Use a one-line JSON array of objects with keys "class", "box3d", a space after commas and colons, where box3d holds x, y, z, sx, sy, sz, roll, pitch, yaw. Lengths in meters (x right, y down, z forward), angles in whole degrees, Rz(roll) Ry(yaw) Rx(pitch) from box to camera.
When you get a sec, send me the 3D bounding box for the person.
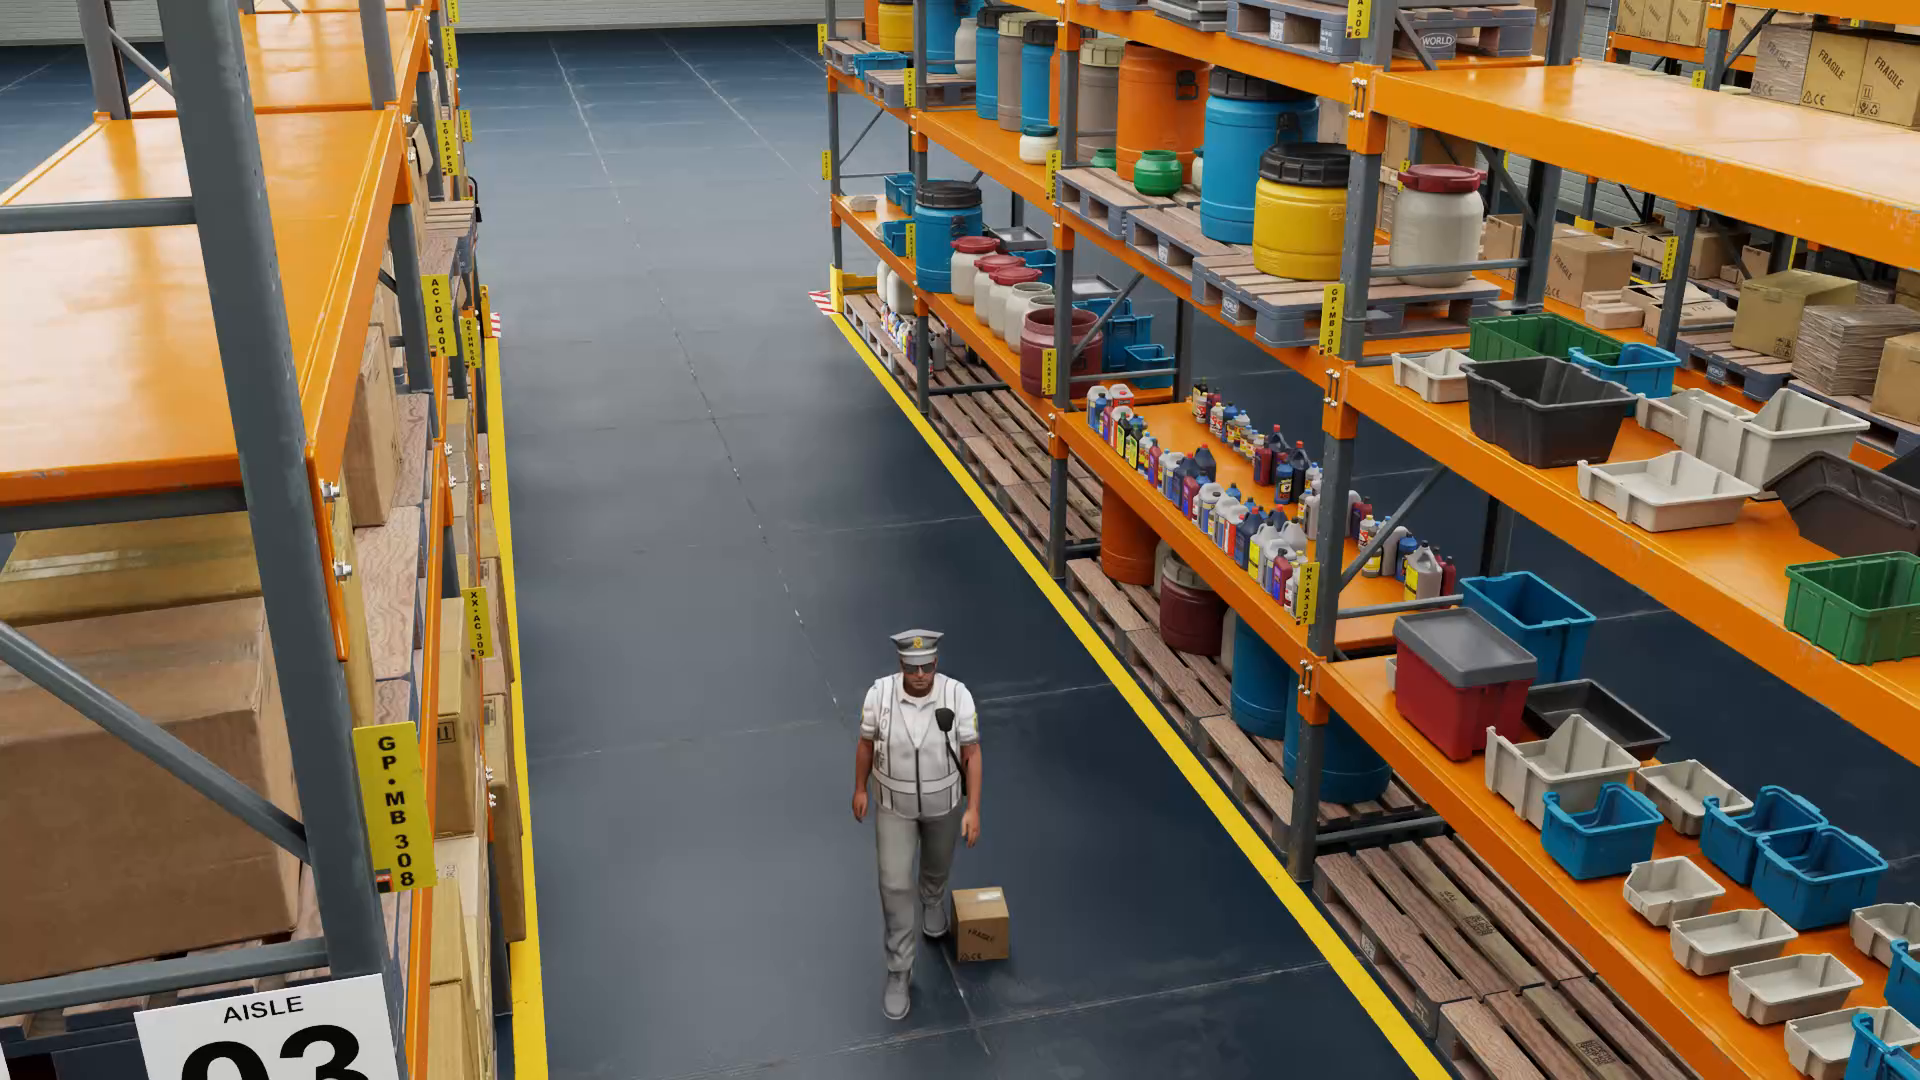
[{"class": "person", "box3d": [-0.199, 1.232, 7.720, 0.607, 1.781, 0.864, -1, 23, -3]}]
